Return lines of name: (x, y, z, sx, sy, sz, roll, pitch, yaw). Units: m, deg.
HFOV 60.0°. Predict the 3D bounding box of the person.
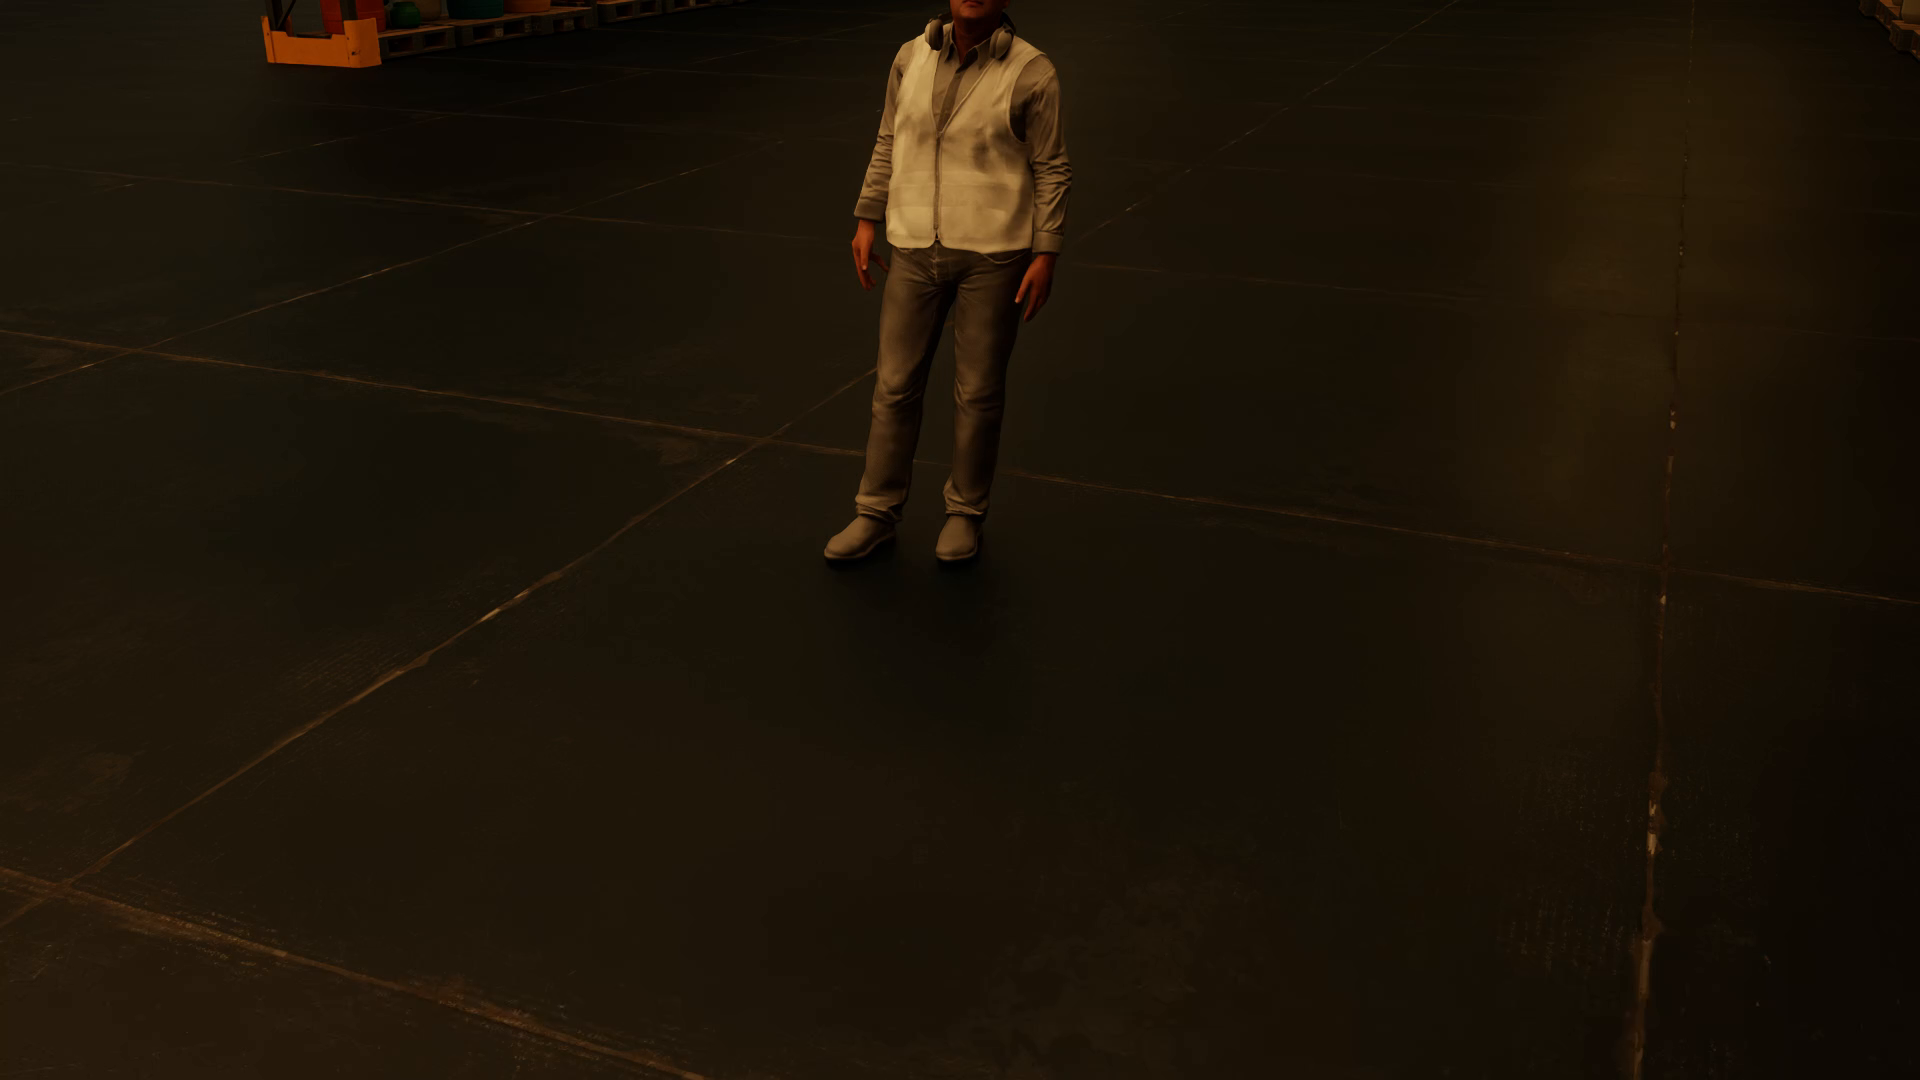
person: (-0.031, -0.805, 4.698, 0.632, 1.773, 0.568, 9, 24, 21)
